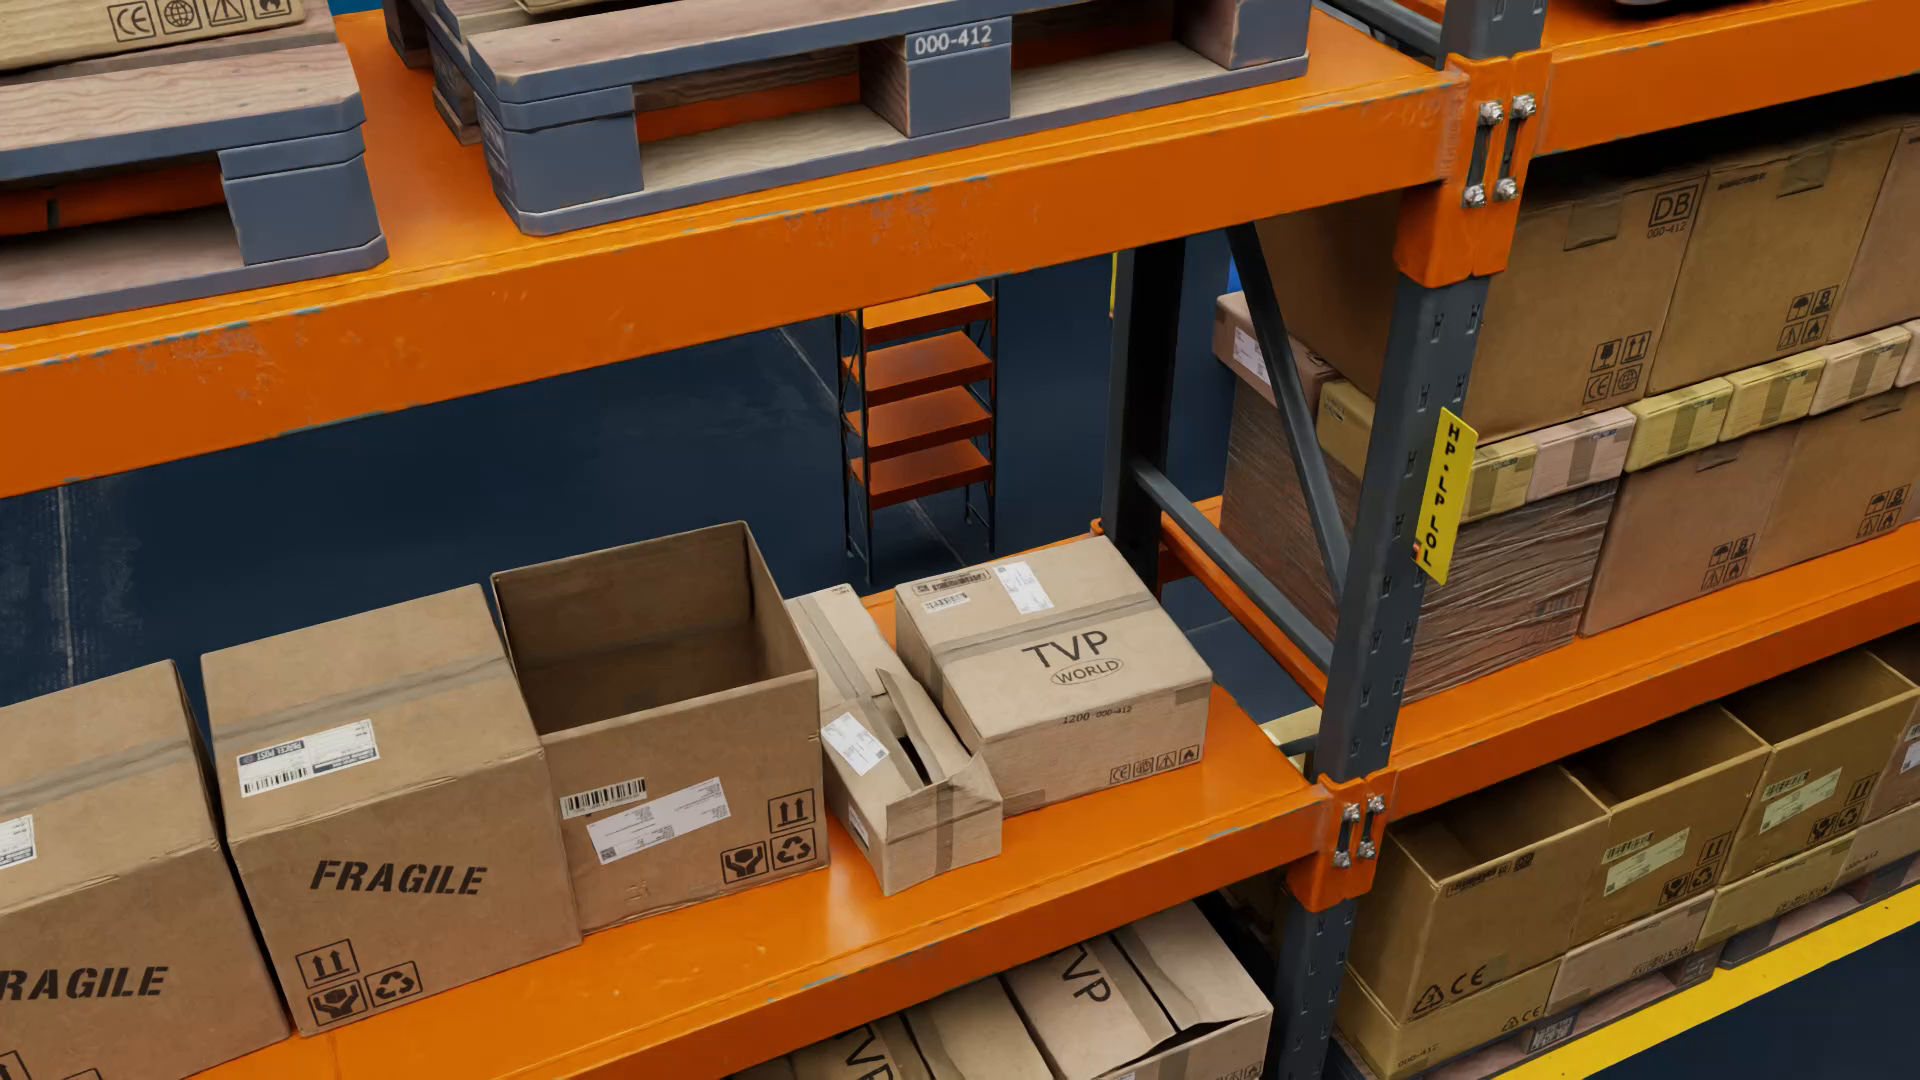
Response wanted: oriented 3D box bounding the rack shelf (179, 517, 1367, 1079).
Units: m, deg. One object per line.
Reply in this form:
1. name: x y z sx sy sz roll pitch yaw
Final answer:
1. rack shelf: -1.201 0.863 3.172 4.000 0.370 1.077 -16 39 -20

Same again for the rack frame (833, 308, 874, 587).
1. rack frame: -0.371 -0.378 5.753 0.015 1.200 0.240 -16 39 -20

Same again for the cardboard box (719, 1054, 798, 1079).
1. cardboard box: -0.557 1.296 3.470 0.500 0.311 0.500 -16 39 -20

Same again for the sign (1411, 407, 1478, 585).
1. sign: 0.849 -0.075 2.927 0.005 0.325 0.100 -16 39 -20

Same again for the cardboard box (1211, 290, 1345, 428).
1. cardboard box: 0.764 -0.417 3.666 0.250 0.149 0.380 -16 39 -20

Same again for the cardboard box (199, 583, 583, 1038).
1. cardboard box: -1.023 0.474 3.009 0.500 0.500 0.500 -16 39 -20

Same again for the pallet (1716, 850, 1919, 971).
1. pallet: 2.453 0.698 5.131 1.213 0.211 1.003 -16 39 -20

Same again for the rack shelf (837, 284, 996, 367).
1. rack shelf: -0.150 -0.756 5.602 0.480 0.148 0.258 -16 39 -20

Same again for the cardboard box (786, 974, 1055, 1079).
1. cardboard box: -0.104 1.171 3.638 0.500 0.311 0.500 -15 39 -19

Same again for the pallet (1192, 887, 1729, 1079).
1. pallet: 1.347 1.010 4.712 1.213 0.211 1.003 -16 39 -20

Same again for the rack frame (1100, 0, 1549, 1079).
1. rack frame: 0.609 0.068 3.640 0.127 3.000 1.000 -16 39 -20

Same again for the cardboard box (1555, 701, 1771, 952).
1. cardboard box: 1.611 0.623 4.218 0.500 0.500 0.500 -16 39 -20

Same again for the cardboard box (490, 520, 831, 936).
1. cardboard box: -0.570 0.347 3.180 0.500 0.500 0.500 -13 38 -17

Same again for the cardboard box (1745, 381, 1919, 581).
1. cardboard box: 1.939 -0.349 4.119 0.500 0.500 0.700 -15 39 -19

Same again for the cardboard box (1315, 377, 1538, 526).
1. cardboard box: 0.935 -0.196 3.368 0.250 0.149 0.380 -16 39 -20

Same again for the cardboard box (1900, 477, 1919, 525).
1. cardboard box: 2.402 -0.480 4.295 0.500 0.500 0.700 -14 39 -19

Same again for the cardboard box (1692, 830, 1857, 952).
1. cardboard box: 2.067 0.803 4.606 0.500 0.250 0.500 -16 39 -20

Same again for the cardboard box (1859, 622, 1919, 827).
1. cardboard box: 2.519 0.373 4.555 0.500 0.500 0.500 -16 39 -20

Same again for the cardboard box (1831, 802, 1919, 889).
1. cardboard box: 2.518 0.673 4.781 0.500 0.250 0.500 -16 39 -20

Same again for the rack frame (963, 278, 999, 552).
1. rack frame: 0.071 -0.502 5.919 0.015 1.200 0.240 -16 39 -20

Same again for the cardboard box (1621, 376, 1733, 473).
1. cardboard box: 1.395 -0.326 3.543 0.250 0.149 0.380 -17 40 -21

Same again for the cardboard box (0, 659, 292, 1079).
1. cardboard box: -1.500 0.607 2.830 0.500 0.500 0.500 -18 40 -22

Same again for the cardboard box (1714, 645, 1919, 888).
1. cardboard box: 2.067 0.501 4.383 0.500 0.500 0.500 -16 39 -20

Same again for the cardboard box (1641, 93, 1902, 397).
1. cardboard box: 1.465 -0.737 3.553 0.500 0.500 0.700 -16 39 -20

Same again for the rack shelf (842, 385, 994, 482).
1. rack shelf: -0.150 -0.386 5.876 0.480 0.148 0.258 -16 39 -20

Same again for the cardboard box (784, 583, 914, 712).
1. cardboard box: -0.280 0.283 3.561 0.250 0.149 0.380 -16 39 -20

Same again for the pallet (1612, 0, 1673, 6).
1. pallet: 1.370 -1.331 3.083 1.213 0.211 1.003 -16 39 -20

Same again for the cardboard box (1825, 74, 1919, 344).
1. cardboard box: 1.919 -0.864 3.724 0.500 0.500 0.700 -16 39 -20

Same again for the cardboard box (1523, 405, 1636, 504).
1. cardboard box: 1.162 -0.260 3.454 0.250 0.149 0.380 -15 39 -19

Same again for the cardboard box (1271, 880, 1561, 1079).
1. cardboard box: 1.158 1.050 4.272 0.500 0.250 0.500 -16 39 -20

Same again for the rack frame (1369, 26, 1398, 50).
1. rack frame: 2.129 -3.616 8.608 0.127 3.000 1.000 -16 39 -20

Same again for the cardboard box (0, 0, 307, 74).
1. cardboard box: -1.148 -0.794 2.058 0.500 0.250 0.500 -19 41 -24

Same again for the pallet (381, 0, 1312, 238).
1. pallet: -0.184 -0.829 2.493 1.217 0.209 0.805 -17 40 -22

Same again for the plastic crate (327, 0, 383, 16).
1. plastic crate: -2.358 -2.150 6.645 0.575 0.384 0.392 -16 39 -20

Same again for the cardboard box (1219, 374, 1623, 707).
1. cardboard box: 1.008 -0.088 3.766 0.500 0.500 0.700 -17 40 -21

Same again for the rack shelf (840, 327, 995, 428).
1. rack shelf: -0.150 -0.566 5.743 0.480 0.148 0.258 -16 39 -20

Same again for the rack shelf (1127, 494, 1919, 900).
1. rack shelf: 2.420 -0.149 4.537 4.000 0.370 1.077 -16 39 -20

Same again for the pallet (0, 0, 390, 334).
1. pallet: -1.424 -0.553 2.118 1.213 0.211 1.003 -14 39 -18

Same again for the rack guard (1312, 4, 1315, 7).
1. rack guard: 2.080 -2.568 9.292 0.348 0.500 1.175 -16 39 -20

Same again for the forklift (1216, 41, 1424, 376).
1. forklift: 2.638 -2.113 6.638 3.031 2.935 1.130 -20 41 -24

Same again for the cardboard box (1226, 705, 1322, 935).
1. cardboard box: 0.936 0.769 4.651 0.500 0.250 0.500 -16 39 -20

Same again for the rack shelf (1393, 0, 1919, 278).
1. rack shelf: 2.420 -1.354 3.643 4.000 0.370 1.077 -16 39 -20

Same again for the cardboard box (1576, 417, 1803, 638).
1. cardboard box: 1.483 -0.225 3.951 0.500 0.500 0.700 -16 39 -20

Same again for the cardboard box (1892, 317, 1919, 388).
1. cardboard box: 2.100 -0.524 3.811 0.250 0.149 0.380 -17 40 -21

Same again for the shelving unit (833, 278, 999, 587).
1. shelving unit: -0.150 -0.440 5.836 0.503 1.200 0.258 -16 39 -20

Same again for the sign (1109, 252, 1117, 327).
1. sign: 0.372 -0.610 3.762 0.005 0.325 0.100 -16 39 -20

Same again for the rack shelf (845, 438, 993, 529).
1. rack shelf: -0.150 -0.226 5.994 0.480 0.148 0.258 -16 39 -20

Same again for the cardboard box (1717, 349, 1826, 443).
1. cardboard box: 1.632 -0.393 3.633 0.250 0.149 0.380 -16 39 -20

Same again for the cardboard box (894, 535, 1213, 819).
1. cardboard box: 0.182 0.277 3.485 0.500 0.250 0.500 -13 39 -17

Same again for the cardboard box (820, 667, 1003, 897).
1. cardboard box: -0.109 0.444 3.246 0.258 0.266 0.396 -17 40 -21

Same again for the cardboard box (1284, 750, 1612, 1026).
1. cardboard box: 1.162 0.754 4.041 0.500 0.500 0.500 -16 39 -20

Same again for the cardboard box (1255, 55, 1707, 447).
1. cardboard box: 1.008 -0.609 3.380 0.500 0.500 0.700 -15 39 -20

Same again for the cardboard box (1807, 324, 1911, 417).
1. cardboard box: 1.859 -0.455 3.717 0.250 0.149 0.380 -17 40 -21

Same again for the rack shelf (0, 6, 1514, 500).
1. rack shelf: -1.201 -0.341 2.278 4.000 0.370 1.077 -16 39 -20

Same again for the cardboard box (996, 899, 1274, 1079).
1. cardboard box: 0.364 1.036 3.820 0.500 0.311 0.500 -16 39 -20

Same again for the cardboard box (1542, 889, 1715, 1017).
1. cardboard box: 1.613 0.926 4.439 0.500 0.250 0.500 -16 39 -20

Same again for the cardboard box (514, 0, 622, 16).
1. cardboard box: -0.449 -0.954 2.273 0.500 0.250 0.500 -20 41 -24

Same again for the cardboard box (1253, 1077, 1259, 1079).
1. cardboard box: 0.357 1.265 3.982 0.500 0.250 0.500 -16 39 -20
